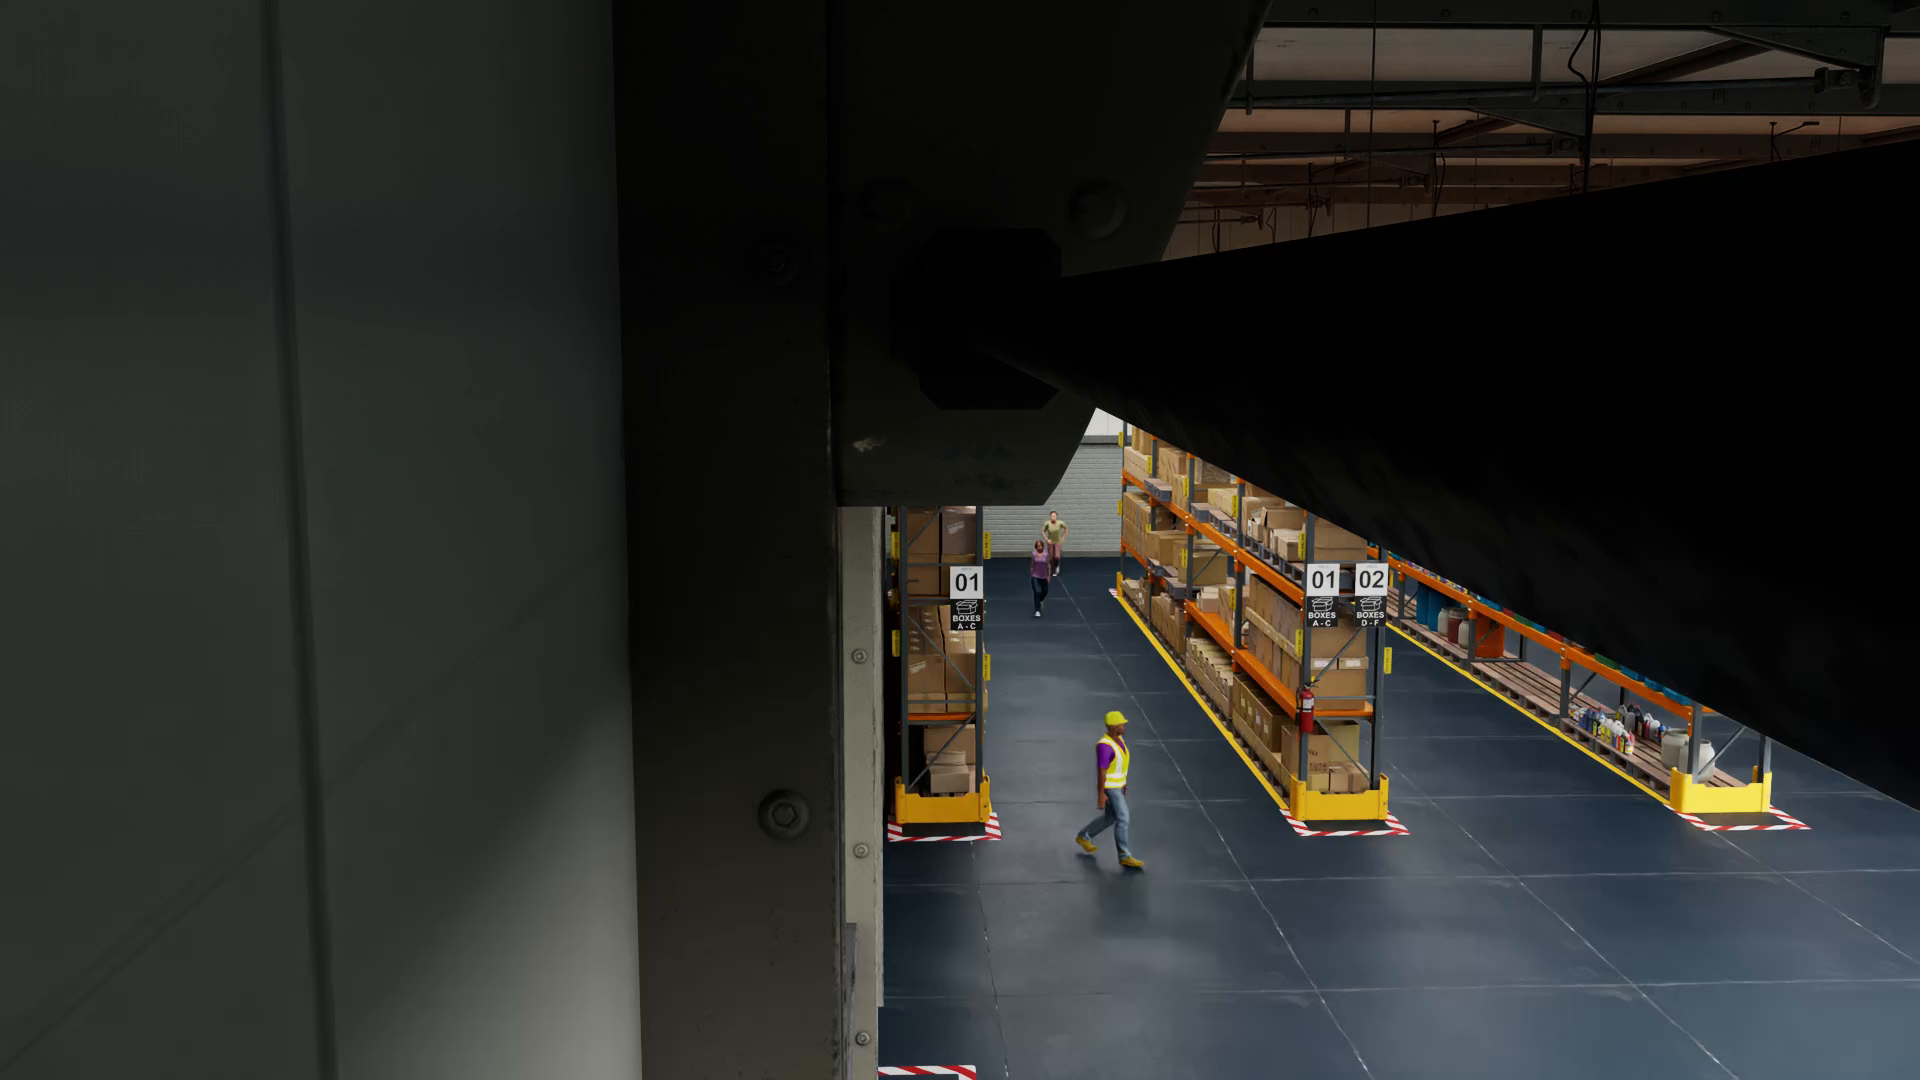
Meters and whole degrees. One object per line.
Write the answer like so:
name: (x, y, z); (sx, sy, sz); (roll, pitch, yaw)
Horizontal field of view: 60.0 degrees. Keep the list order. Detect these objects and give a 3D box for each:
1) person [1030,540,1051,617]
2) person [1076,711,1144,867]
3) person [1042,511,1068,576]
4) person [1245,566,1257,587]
person: (1.648, 0.751, 34.149); (0.422, 1.563, 0.760); (-1, 8, -5)
person: (1.730, 2.813, 19.030); (0.883, 1.738, 0.621); (3, 9, 21)
person: (2.228, 0.078, 38.991); (0.607, 1.578, 0.683); (1, 8, 8)
person: (5.709, 0.894, 32.526); (0.601, 1.701, 1.077); (0, 8, 1)
